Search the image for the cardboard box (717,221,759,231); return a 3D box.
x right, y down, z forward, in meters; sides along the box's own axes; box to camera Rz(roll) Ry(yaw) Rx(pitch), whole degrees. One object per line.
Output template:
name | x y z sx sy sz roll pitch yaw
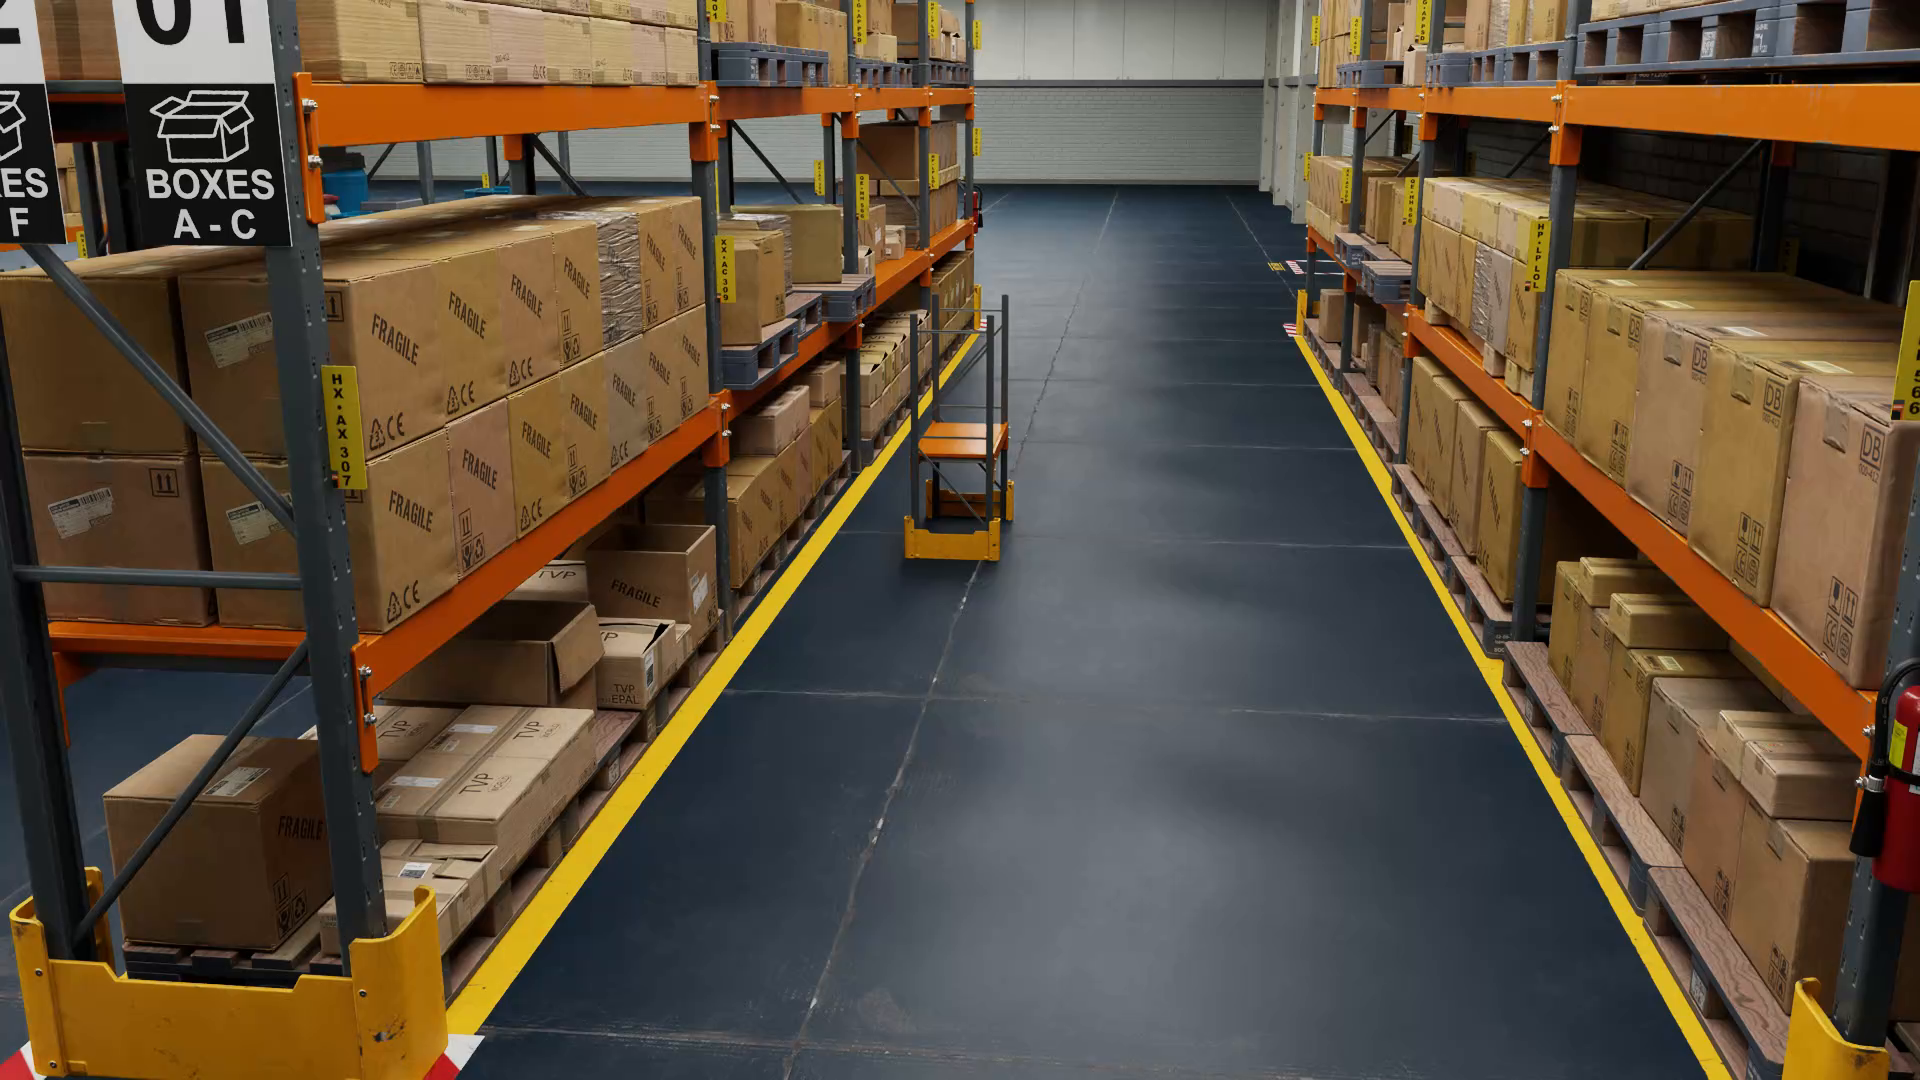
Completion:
cardboard box | -1.559 -1.638 9.978 0.700 0.500 0.500 -2 15 -8

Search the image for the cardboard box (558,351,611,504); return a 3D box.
cardboard box | -1.666 -0.439 6.347 0.500 0.500 0.500 2 15 7

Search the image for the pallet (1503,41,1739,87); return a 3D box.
pallet | 3.280 -2.377 8.327 0.805 0.209 1.217 1 15 4

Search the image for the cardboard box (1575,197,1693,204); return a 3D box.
cardboard box | 3.640 -1.723 9.053 0.500 0.250 0.500 1 15 4

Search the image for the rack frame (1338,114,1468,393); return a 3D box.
rack frame | 4.128 -2.857 15.482 1.000 3.000 0.127 2 15 6

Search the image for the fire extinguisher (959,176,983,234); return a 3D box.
fire extinguisher | 0.132 -4.019 19.927 0.296 0.674 0.183 2 15 6

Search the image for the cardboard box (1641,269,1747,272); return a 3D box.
cardboard box | 3.528 -1.096 8.168 0.500 0.500 0.500 1 15 4

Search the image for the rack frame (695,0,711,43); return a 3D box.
rack frame | -1.697 -3.823 7.561 1.000 3.000 0.127 2 15 6

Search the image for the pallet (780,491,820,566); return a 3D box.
pallet | -1.507 -0.110 10.666 1.003 0.211 1.213 2 15 6

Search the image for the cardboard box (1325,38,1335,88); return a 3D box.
cardboard box | 4.143 -5.048 17.608 0.500 0.500 0.500 2 15 9

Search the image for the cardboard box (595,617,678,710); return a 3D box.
cardboard box | -1.564 0.509 7.341 0.500 0.311 0.500 2 15 6

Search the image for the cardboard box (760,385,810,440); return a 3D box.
cardboard box | -1.231 -0.803 10.393 0.500 0.250 0.500 1 15 5

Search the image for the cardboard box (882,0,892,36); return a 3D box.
cardboard box | -0.903 -4.784 14.906 0.500 0.500 0.500 2 15 7

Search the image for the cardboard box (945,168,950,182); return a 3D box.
cardboard box | -0.313 -4.029 18.380 0.380 0.149 0.250 2 15 8

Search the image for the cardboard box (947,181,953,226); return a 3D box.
cardboard box | -0.463 -3.831 18.891 0.700 0.500 0.500 2 15 8

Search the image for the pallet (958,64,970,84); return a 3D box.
pallet | -0.448 -5.262 18.799 1.003 0.211 1.213 2 15 6

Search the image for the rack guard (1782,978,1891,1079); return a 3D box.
rack guard | 2.772 1.468 4.275 1.175 0.500 0.348 2 15 6

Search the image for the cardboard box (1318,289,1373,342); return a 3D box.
cardboard box | 4.216 -2.387 17.688 0.700 0.500 0.500 1 15 3

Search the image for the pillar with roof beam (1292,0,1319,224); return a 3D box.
pillar with roof beam | 3.114 -11.379 35.504 9.100 9.000 0.400 2 15 6

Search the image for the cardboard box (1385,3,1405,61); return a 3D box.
cardboard box | 3.987 -4.417 14.507 0.500 0.500 0.500 4 16 14

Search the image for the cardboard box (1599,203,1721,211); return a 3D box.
cardboard box | 3.589 -1.593 8.571 0.500 0.250 0.500 2 15 7

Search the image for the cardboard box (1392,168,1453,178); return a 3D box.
cardboard box | 4.389 -3.272 15.829 0.500 0.500 0.500 1 15 5

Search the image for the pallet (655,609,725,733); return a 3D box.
pallet | -1.775 0.597 8.050 1.003 0.211 1.213 2 15 6

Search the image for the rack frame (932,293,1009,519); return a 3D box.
rack frame | 0.067 -0.878 11.036 0.500 1.500 0.032 2 15 6

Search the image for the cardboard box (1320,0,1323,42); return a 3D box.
cardboard box | 4.295 -5.790 18.438 0.500 0.500 0.500 1 15 2

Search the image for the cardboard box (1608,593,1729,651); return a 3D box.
cardboard box | 2.761 0.318 6.480 0.380 0.149 0.250 1 15 5

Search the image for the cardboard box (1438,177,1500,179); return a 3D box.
cardboard box | 3.708 -2.568 12.134 0.380 0.149 0.250 -1 15 -3

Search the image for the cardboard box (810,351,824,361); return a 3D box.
cardboard box | -1.379 -1.389 13.440 0.500 0.311 0.500 1 15 5

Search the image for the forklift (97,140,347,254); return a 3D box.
forklift | -4.151 -1.250 9.670 1.130 2.935 3.031 -1 15 -4

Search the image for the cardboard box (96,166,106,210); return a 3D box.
cardboard box | -10.311 -4.121 19.393 0.875 0.500 0.500 2 15 6

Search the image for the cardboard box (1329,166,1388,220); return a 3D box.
cardboard box | 3.925 -3.418 16.367 0.500 0.500 0.500 2 15 6

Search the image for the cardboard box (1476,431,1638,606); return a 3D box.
cardboard box | 3.170 -0.120 8.672 0.750 0.750 0.750 2 15 7

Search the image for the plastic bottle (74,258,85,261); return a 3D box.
plastic bottle | -6.537 -1.949 12.361 0.152 0.276 0.135 2 15 6

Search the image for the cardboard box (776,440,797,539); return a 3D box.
cardboard box | -1.287 -0.319 10.042 0.500 0.500 0.500 2 15 7

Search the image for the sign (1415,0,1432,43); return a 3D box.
sign | 3.138 -3.534 11.247 0.100 0.325 0.005 2 15 6

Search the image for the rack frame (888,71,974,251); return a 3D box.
rack frame | -0.343 -4.039 19.854 1.000 3.000 0.127 2 15 6

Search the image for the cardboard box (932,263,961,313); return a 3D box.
cardboard box | -0.263 -2.740 18.074 0.500 0.500 0.500 2 15 6

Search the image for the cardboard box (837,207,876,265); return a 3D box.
cardboard box | -1.013 -2.585 14.284 0.500 0.500 0.500 2 15 6

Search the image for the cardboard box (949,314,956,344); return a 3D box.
cardboard box | -0.317 -2.248 17.692 0.500 0.250 0.500 2 15 6

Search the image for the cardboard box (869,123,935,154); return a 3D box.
cardboard box | -0.637 -4.053 17.227 0.700 0.500 0.500 2 15 6

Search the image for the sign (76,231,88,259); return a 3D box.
sign | -6.714 -2.205 12.756 0.100 0.325 0.005 2 15 6

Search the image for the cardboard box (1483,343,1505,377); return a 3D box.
cardboard box | 3.033 -0.969 8.942 0.380 0.149 0.250 2 15 6

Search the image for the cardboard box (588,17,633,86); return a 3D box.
cardboard box | -1.602 -1.910 6.518 0.500 0.250 0.500 2 15 6

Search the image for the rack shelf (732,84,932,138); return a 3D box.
rack shelf | -1.020 -3.584 13.802 1.077 0.370 4.000 2 15 6

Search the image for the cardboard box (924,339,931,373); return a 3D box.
cardboard box | -0.553 -1.761 15.893 0.500 0.250 0.500 2 15 6

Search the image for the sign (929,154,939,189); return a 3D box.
sign | -0.254 -3.509 15.827 0.100 0.325 0.005 2 15 6

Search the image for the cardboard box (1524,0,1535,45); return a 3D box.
cardboard box | 3.553 -2.990 9.193 0.700 0.500 0.500 2 15 6

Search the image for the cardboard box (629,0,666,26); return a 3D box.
cardboard box | -1.542 -2.280 6.932 0.500 0.250 0.500 2 15 6

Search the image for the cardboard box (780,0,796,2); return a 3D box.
cardboard box | -1.358 -3.698 10.739 0.500 0.500 0.500 2 15 6

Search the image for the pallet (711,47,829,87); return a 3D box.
pallet | -1.439 -2.721 9.590 1.213 0.211 1.003 2 15 6

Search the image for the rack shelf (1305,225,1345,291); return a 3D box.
rack shelf | 4.354 -3.029 17.494 1.077 0.370 4.000 2 15 6

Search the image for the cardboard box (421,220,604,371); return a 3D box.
cardboard box | -1.667 -0.925 6.230 0.500 0.500 0.500 2 15 6

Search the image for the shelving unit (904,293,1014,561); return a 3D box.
shelving unit | 0.009 -0.744 10.539 0.587 1.500 1.083 2 15 6

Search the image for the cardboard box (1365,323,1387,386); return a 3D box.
cardboard box | 4.062 -1.671 15.043 0.700 0.500 0.500 2 15 8

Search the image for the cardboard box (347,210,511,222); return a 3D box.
cardboard box | -2.146 -1.077 6.792 0.500 0.500 0.500 1 15 5
